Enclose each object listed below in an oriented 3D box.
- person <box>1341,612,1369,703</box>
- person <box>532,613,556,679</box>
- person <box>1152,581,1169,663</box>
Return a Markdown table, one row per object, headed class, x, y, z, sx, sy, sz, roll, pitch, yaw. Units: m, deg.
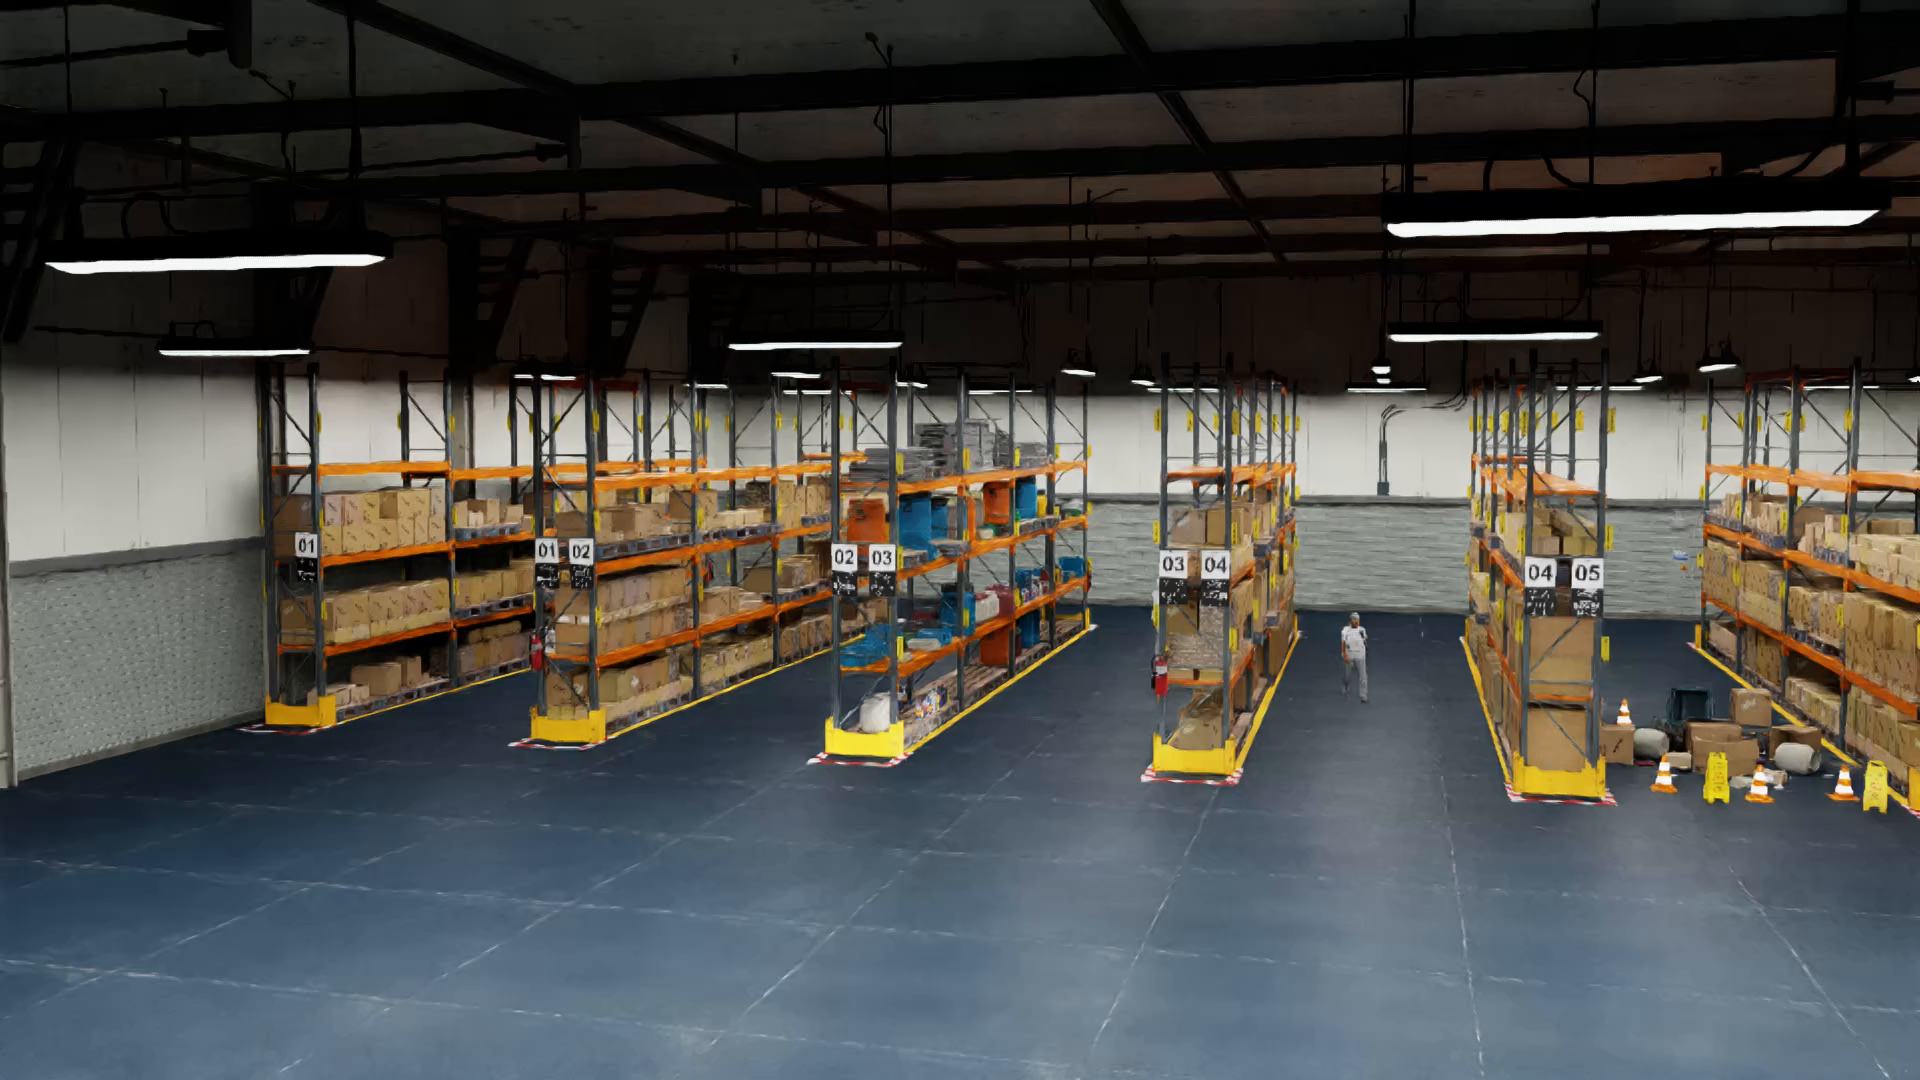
| class | x | y | z | sx | sy | sz | roll | pitch | yaw |
| --- | --- | --- | --- | --- | --- | --- | --- | --- | --- |
| person | 7.078 | 2.090 | 29.878 | 0.491 | 1.598 | 1.000 | 0 | 4 | 6 |
| person | -7.278 | 2.115 | 29.004 | 0.524 | 1.677 | 0.462 | -4 | 6 | -44 |
| person | 4.248 | 1.661 | 34.675 | 0.463 | 1.772 | 0.649 | -1 | 4 | -15 |
